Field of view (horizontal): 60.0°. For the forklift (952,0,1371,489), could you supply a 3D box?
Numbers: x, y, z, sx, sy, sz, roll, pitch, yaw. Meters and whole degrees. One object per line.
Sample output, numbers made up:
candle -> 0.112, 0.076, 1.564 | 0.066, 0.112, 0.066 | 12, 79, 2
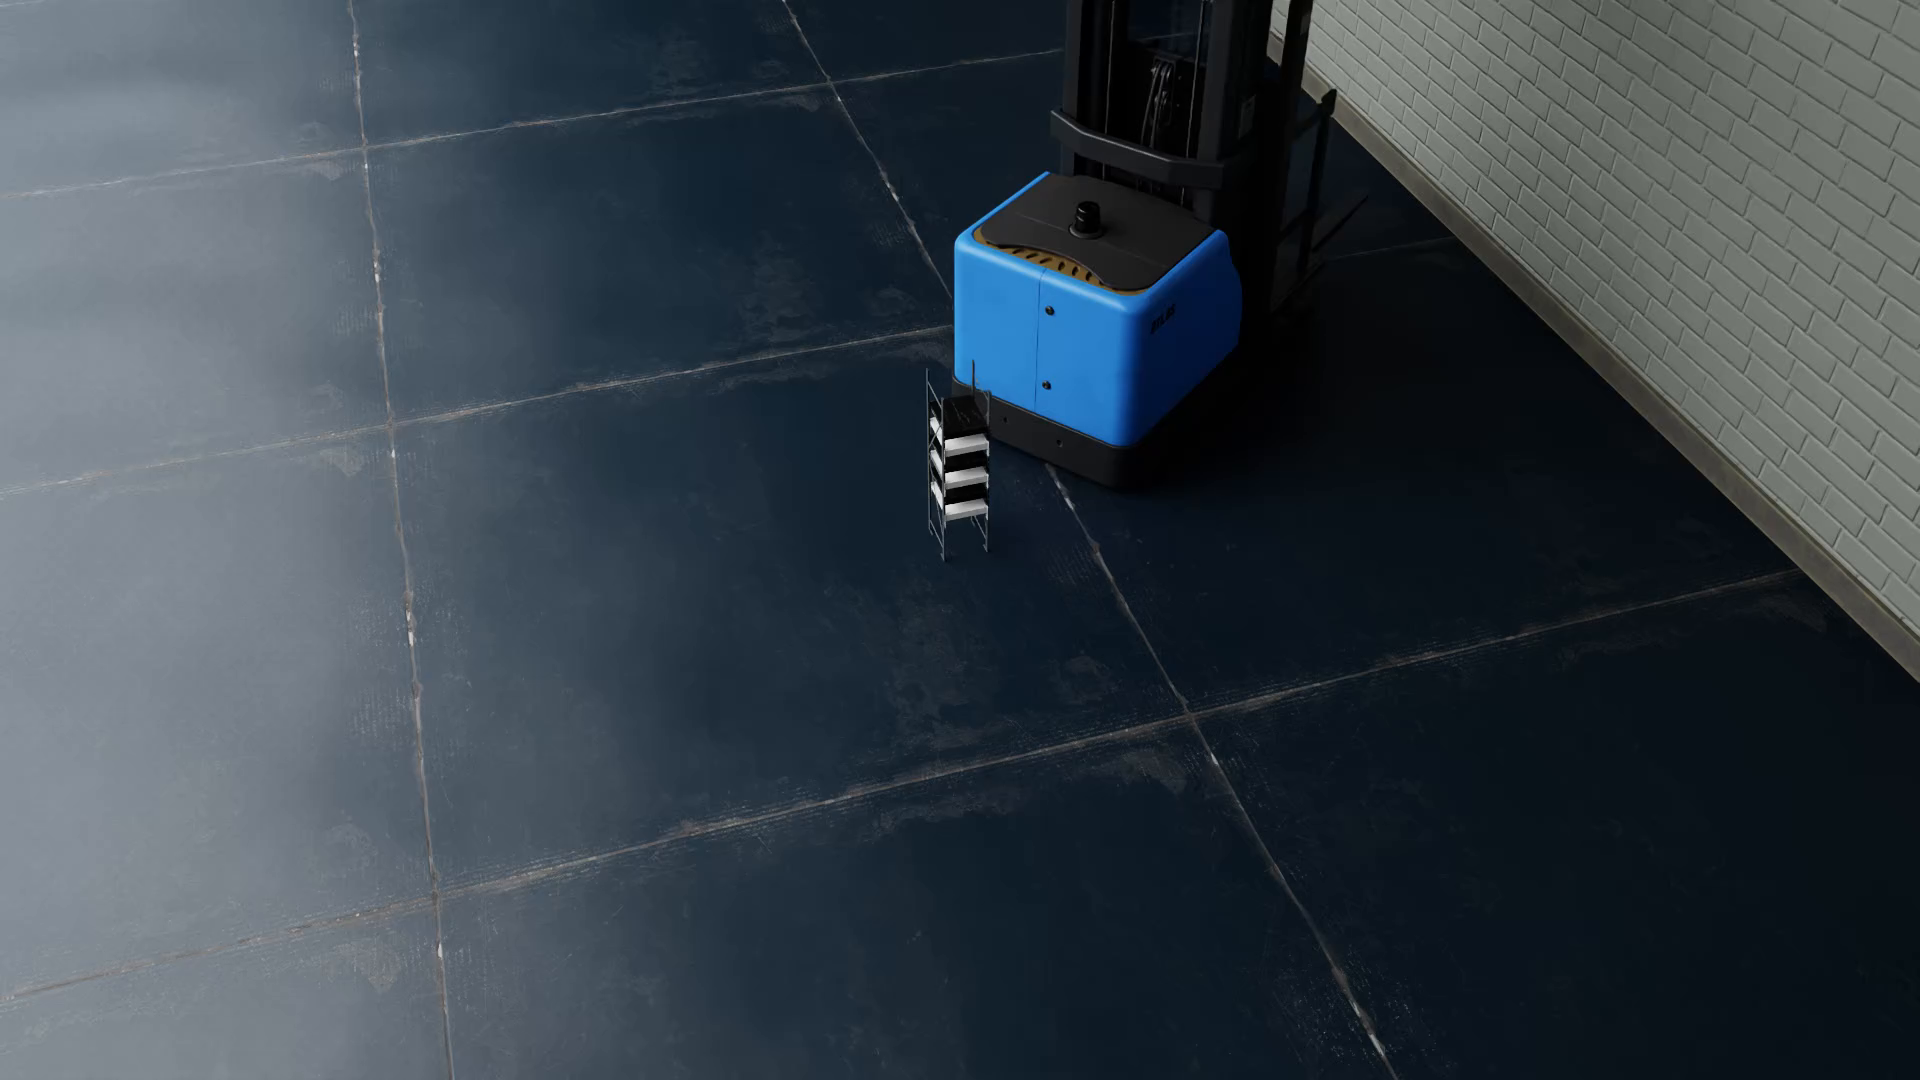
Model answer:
forklift -> 1.220, -2.273, 7.973 | 1.130, 2.935, 3.031 | 25, 47, 26

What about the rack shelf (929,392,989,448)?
rack shelf -> -0.008, -0.516, 7.146 | 0.200, 0.077, 0.258 | -12, 42, -13

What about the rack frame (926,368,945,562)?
rack frame -> -0.105, -0.317, 7.279 | 0.006, 0.900, 0.240 | -12, 42, -13

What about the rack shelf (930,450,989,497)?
rack shelf -> -0.008, -0.312, 7.324 | 0.200, 0.077, 0.258 | -12, 42, -13

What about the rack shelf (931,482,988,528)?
rack shelf -> -0.008, -0.177, 7.442 | 0.200, 0.077, 0.258 | -12, 42, -13

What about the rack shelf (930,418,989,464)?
rack shelf -> -0.008, -0.448, 7.205 | 0.200, 0.077, 0.258 | -12, 42, -13

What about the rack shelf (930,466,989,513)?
rack shelf -> -0.008, -0.244, 7.383 | 0.200, 0.077, 0.258 | -12, 42, -13

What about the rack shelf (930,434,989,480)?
rack shelf -> -0.008, -0.380, 7.264 | 0.200, 0.077, 0.258 | -12, 42, -13

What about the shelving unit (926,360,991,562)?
shelving unit -> -0.008, -0.337, 7.302 | 0.210, 0.900, 0.258 | -12, 42, -13

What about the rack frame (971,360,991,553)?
rack frame -> 0.089, -0.357, 7.325 | 0.006, 0.900, 0.240 | -12, 42, -13
